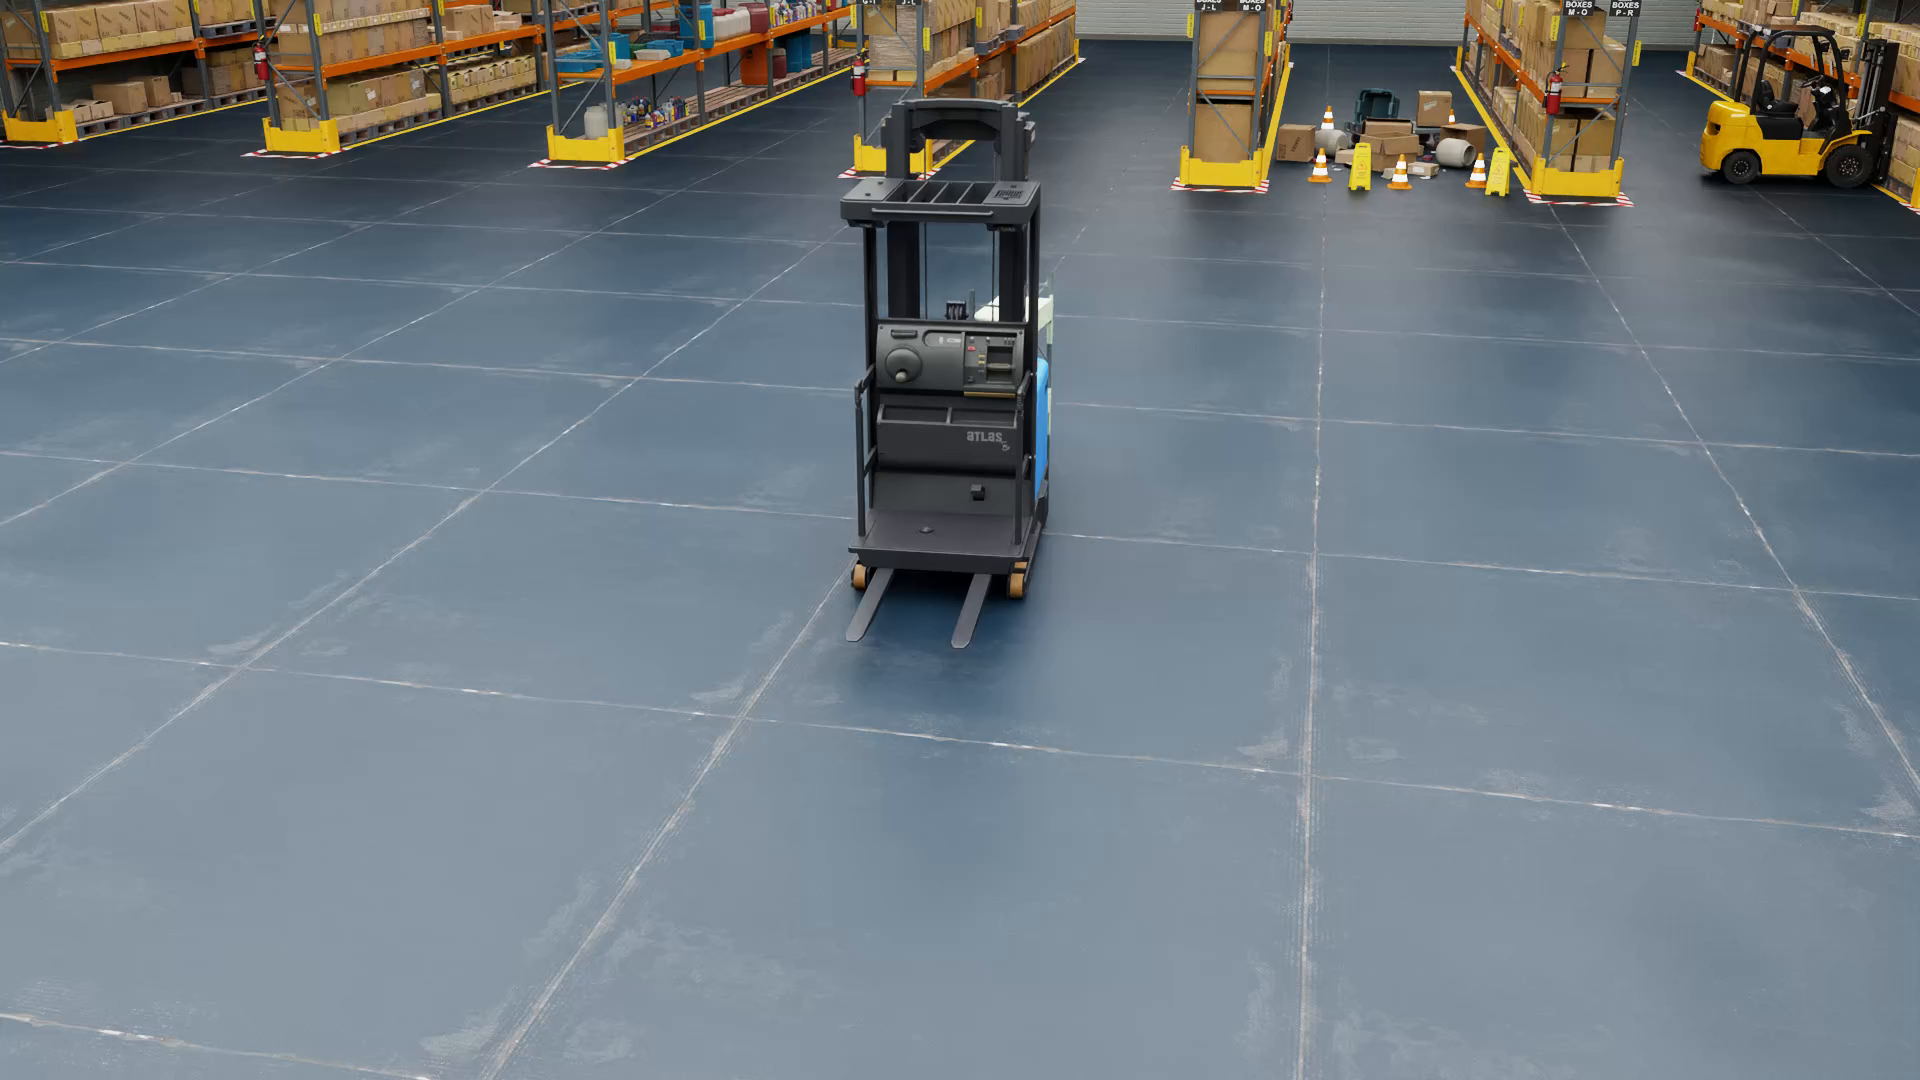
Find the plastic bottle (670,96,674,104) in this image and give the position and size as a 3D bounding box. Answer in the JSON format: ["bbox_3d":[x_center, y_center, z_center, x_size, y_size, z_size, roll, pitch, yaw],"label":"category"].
[{"bbox_3d":[-5.053,-7.591,29.144,0.144,0.351,0.185,4,22,11],"label":"plastic bottle"}]

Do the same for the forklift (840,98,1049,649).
[{"bbox_3d":[-0.090,-1.129,10.233,1.130,2.935,3.031,3,22,8],"label":"forklift"}]

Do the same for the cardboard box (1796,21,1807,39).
[{"bbox_3d":[14.810,-8.836,28.809,0.500,0.250,0.500,4,22,11],"label":"cardboard box"}]

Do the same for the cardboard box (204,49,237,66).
[{"bbox_3d":[-14.541,-9.442,32.535,0.500,0.250,0.500,4,22,10],"label":"cardboard box"}]

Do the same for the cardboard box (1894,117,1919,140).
[{"bbox_3d":[13.512,-5.837,23.612,0.500,0.250,0.500,5,22,12],"label":"cardboard box"}]

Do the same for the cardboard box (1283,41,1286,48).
[{"bbox_3d":[7.174,-11.202,37.610,0.380,0.149,0.250,4,22,10],"label":"cardboard box"}]

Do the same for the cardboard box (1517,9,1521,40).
[{"bbox_3d":[9.457,-8.476,27.291,0.500,0.500,0.500,5,22,11],"label":"cardboard box"}]

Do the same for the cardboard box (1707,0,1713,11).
[{"bbox_3d":[16.337,-11.480,35.644,0.500,0.250,0.500,5,22,11],"label":"cardboard box"}]

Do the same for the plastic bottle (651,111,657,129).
[{"bbox_3d":[-5.140,-7.064,27.926,0.061,0.283,0.133,5,22,12],"label":"plastic bottle"}]

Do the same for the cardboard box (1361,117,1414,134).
[{"bbox_3d":[6.734,-6.349,26.264,0.797,0.637,0.503,4,22,11],"label":"cardboard box"}]

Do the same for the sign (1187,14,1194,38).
[{"bbox_3d":[3.276,-7.300,23.598,0.100,0.325,0.005,4,22,11],"label":"sign"}]

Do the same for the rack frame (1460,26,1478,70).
[{"bbox_3d":[11.936,-12.118,37.427,1.000,3.000,0.127,4,22,11],"label":"rack frame"}]

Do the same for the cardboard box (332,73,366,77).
[{"bbox_3d":[-10.616,-7.814,28.855,0.500,0.500,0.500,4,22,11],"label":"cardboard box"}]

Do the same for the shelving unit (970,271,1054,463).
[{"bbox_3d":[0.379,-1.178,12.270,0.431,1.500,0.755,7,23,17],"label":"shelving unit"}]

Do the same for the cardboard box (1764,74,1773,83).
[{"bbox_3d":[15.256,-8.395,30.968,0.500,0.500,0.500,5,23,13],"label":"cardboard box"}]

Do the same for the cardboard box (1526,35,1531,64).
[{"bbox_3d":[9.045,-7.589,25.649,0.500,0.500,0.500,4,22,11],"label":"cardboard box"}]

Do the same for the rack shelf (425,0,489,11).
[{"bbox_3d":[-12.721,-12.941,40.434,1.077,0.370,4.000,4,22,11],"label":"rack shelf"}]

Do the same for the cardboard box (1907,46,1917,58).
[{"bbox_3d":[13.566,-6.856,23.359,0.380,0.149,0.250,5,22,11],"label":"cardboard box"}]

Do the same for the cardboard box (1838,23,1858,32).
[{"bbox_3d":[14.375,-8.220,26.746,0.380,0.149,0.250,4,22,10],"label":"cardboard box"}]

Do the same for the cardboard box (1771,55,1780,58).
[{"bbox_3d":[16.187,-9.458,32.737,0.380,0.149,0.250,4,22,9],"label":"cardboard box"}]

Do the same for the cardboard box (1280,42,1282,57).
[{"bbox_3d":[6.349,-10.087,34.164,0.500,0.250,0.500,4,22,9],"label":"cardboard box"}]

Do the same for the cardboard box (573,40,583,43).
[{"bbox_3d":[-8.714,-10.857,37.054,0.500,0.500,0.500,5,22,12],"label":"cardboard box"}]

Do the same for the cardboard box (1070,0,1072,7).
[{"bbox_3d":[2.380,-12.414,38.499,0.380,0.149,0.250,5,22,11],"label":"cardboard box"}]

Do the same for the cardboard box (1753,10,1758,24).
[{"bbox_3d":[15.321,-9.932,31.616,0.396,0.266,0.258,6,23,14],"label":"cardboard box"}]

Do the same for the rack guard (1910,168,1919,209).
[{"bbox_3d":[13.526,-4.721,22.407,1.175,0.500,0.348,4,22,11],"label":"rack guard"}]

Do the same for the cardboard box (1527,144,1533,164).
[{"bbox_3d":[8.686,-5.691,24.587,0.500,0.250,0.500,5,22,11],"label":"cardboard box"}]

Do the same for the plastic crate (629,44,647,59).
[{"bbox_3d":[-5.616,-8.289,28.204,0.450,0.188,0.662,4,22,11],"label":"plastic crate"}]

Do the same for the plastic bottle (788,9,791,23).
[{"bbox_3d":[-3.556,-10.862,34.480,0.097,0.271,0.097,0,22,0],"label":"plastic bottle"}]

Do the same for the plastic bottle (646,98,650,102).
[{"bbox_3d":[-5.557,-7.718,29.564,0.097,0.271,0.097,0,22,0],"label":"plastic bottle"}]

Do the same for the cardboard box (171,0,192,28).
[{"bbox_3d":[-14.555,-9.709,30.615,0.500,0.500,0.500,4,22,11],"label":"cardboard box"}]

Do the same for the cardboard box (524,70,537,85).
[{"bbox_3d":[-8.963,-9.412,33.828,0.500,0.250,0.500,5,22,12],"label":"cardboard box"}]

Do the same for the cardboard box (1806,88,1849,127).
[{"bbox_3d":[14.760,-7.196,27.821,0.875,0.625,0.625,4,22,9],"label":"cardboard box"}]

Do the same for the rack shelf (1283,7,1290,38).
[{"bbox_3d":[6.662,-11.393,36.590,1.077,0.370,4.000,4,22,11],"label":"rack shelf"}]

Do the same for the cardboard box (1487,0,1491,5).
[{"bbox_3d":[10.567,-10.655,32.322,0.500,0.500,0.500,4,22,10],"label":"cardboard box"}]

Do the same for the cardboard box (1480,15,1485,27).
[{"bbox_3d":[10.772,-10.445,33.473,0.500,0.250,0.500,4,22,10],"label":"cardboard box"}]

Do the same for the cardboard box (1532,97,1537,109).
[{"bbox_3d":[8.699,-6.475,24.661,0.380,0.149,0.250,5,23,13],"label":"cardboard box"}]

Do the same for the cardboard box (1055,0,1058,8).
[{"bbox_3d":[1.877,-11.812,36.471,0.500,0.250,0.500,4,22,11],"label":"cardboard box"}]

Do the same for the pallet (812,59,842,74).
[{"bbox_3d":[-3.318,-10.766,37.804,1.003,0.211,1.213,4,22,11],"label":"pallet"}]

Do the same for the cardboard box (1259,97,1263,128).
[{"bbox_3d":[4.660,-7.455,28.298,1.050,0.750,0.750,4,22,11],"label":"cardboard box"}]

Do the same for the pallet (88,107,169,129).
[{"bbox_3d":[-15.110,-7.628,30.012,1.003,0.211,1.213,4,22,11],"label":"pallet"}]

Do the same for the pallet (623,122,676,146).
[{"bbox_3d":[-5.487,-6.879,28.151,1.003,0.211,1.213,4,22,11],"label":"pallet"}]

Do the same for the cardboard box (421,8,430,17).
[{"bbox_3d":[-9.757,-9.473,29.857,0.380,0.149,0.250,4,22,11],"label":"cardboard box"}]

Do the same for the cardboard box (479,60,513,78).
[{"bbox_3d":[-9.166,-9.298,32.794,0.500,0.311,0.500,4,22,11],"label":"cardboard box"}]

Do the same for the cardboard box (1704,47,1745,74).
[{"bbox_3d":[16.366,-10.250,35.573,0.700,0.500,0.500,5,23,13],"label":"cardboard box"}]

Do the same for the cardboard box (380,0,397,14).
[{"bbox_3d":[-10.200,-9.359,28.705,0.700,0.500,0.500,4,22,11],"label":"cardboard box"}]

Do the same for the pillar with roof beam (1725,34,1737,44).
[{"bbox_3d":[14.014,-15.769,38.463,9.100,9.000,0.400,4,22,11],"label":"pillar with roof beam"}]

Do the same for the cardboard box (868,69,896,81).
[{"bbox_3d":[-1.174,-7.025,25.118,0.380,0.149,0.250,4,22,11],"label":"cardboard box"}]

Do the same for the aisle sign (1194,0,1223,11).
[{"bbox_3d":[3.497,-7.810,23.250,0.394,0.787,0.004,4,22,11],"label":"aisle sign"}]

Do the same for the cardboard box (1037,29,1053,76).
[{"bbox_3d":[1.307,-10.384,35.404,1.225,0.875,0.875,5,22,11],"label":"cardboard box"}]

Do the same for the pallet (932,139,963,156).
[{"bbox_3d":[-0.563,-6.495,27.199,1.003,0.211,1.213,4,22,11],"label":"pallet"}]

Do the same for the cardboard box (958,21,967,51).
[{"bbox_3d":[-0.366,-8.509,27.935,0.875,0.500,0.500,4,22,11],"label":"cardboard box"}]

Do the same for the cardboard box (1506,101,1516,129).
[{"bbox_3d":[9.736,-7.160,28.073,0.950,0.372,0.625,6,23,14],"label":"cardboard box"}]

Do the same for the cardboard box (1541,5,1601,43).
[{"bbox_3d":[8.672,-7.303,23.600,0.700,0.500,0.500,5,22,11],"label":"cardboard box"}]

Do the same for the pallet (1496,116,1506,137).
[{"bbox_3d":[9.892,-7.168,28.869,1.003,0.211,1.213,4,22,11],"label":"pallet"}]
